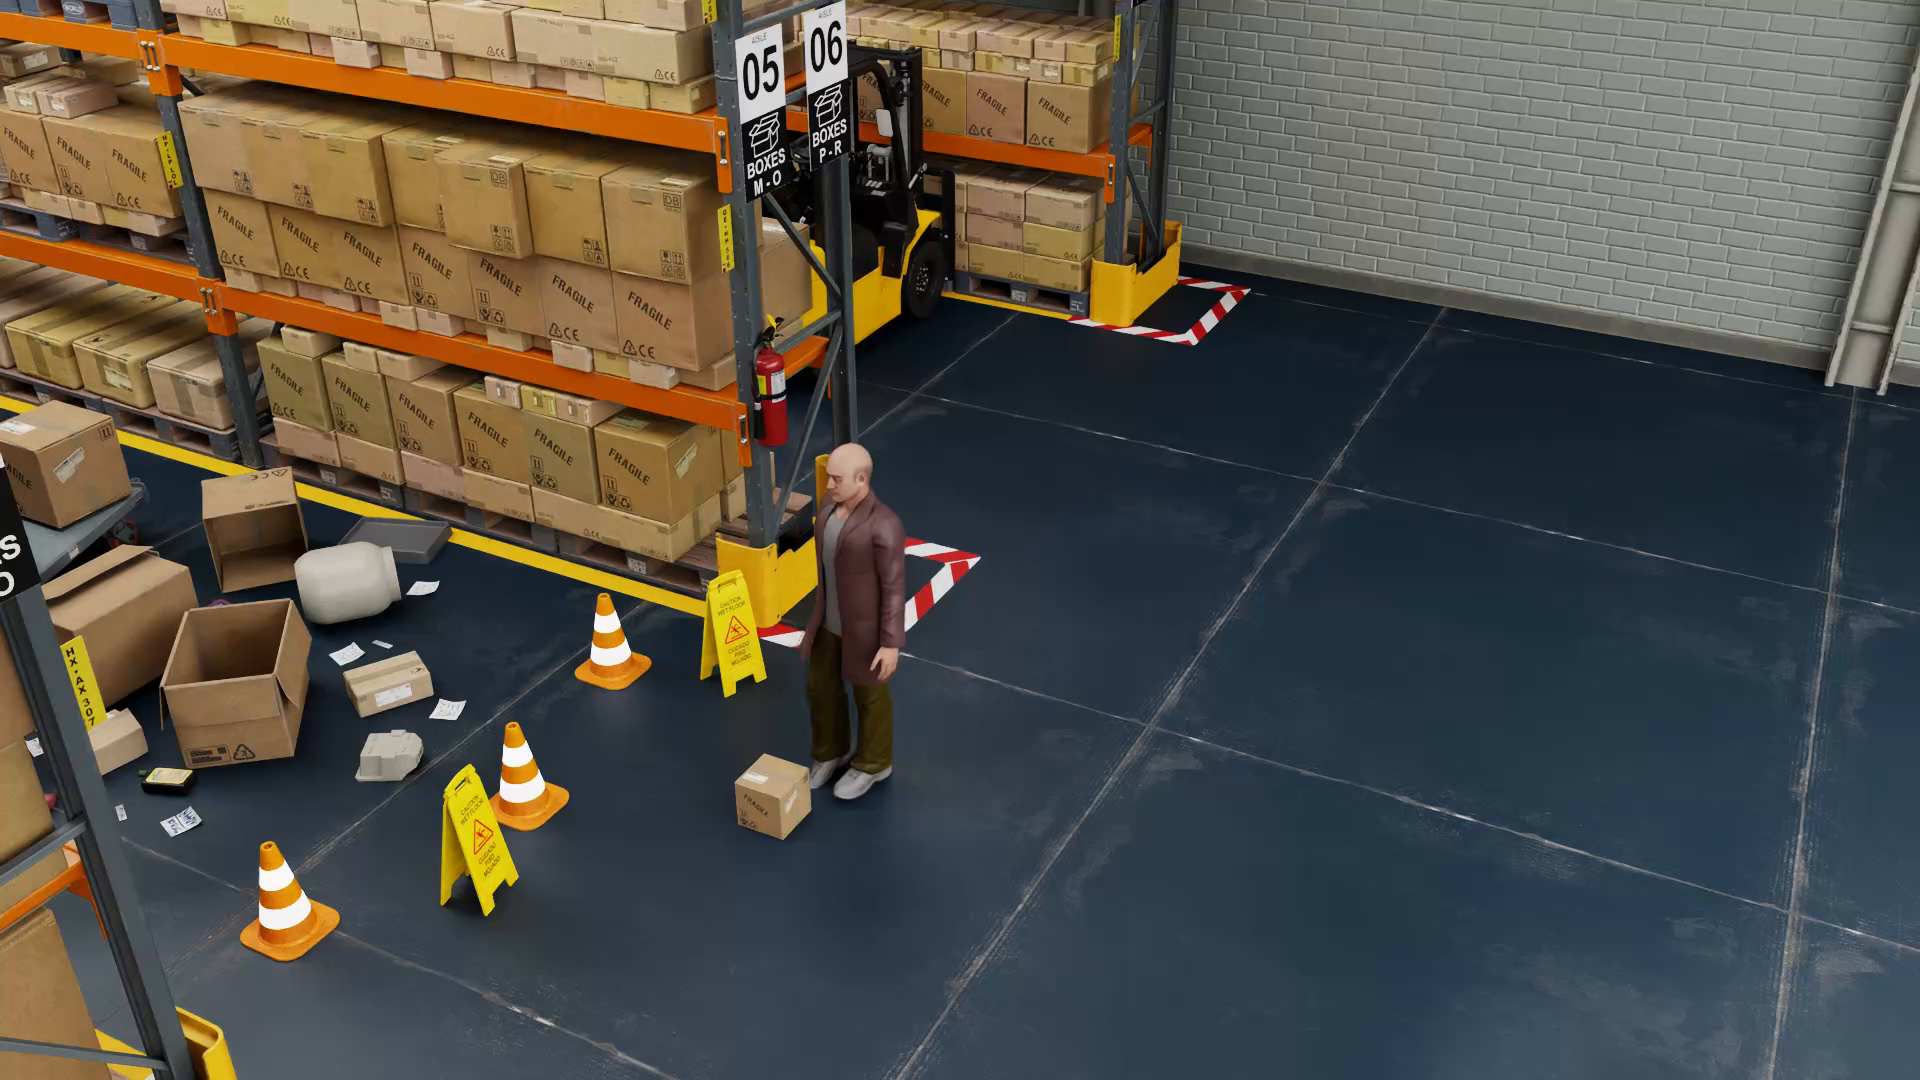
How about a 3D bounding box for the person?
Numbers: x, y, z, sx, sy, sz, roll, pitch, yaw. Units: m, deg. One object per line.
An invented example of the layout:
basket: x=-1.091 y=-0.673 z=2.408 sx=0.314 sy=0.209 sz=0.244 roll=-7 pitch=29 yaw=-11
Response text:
person: x=-0.481 y=0.398 z=7.615 sx=0.392 sy=1.774 sz=0.563 roll=-20 pitch=35 yaw=-31
